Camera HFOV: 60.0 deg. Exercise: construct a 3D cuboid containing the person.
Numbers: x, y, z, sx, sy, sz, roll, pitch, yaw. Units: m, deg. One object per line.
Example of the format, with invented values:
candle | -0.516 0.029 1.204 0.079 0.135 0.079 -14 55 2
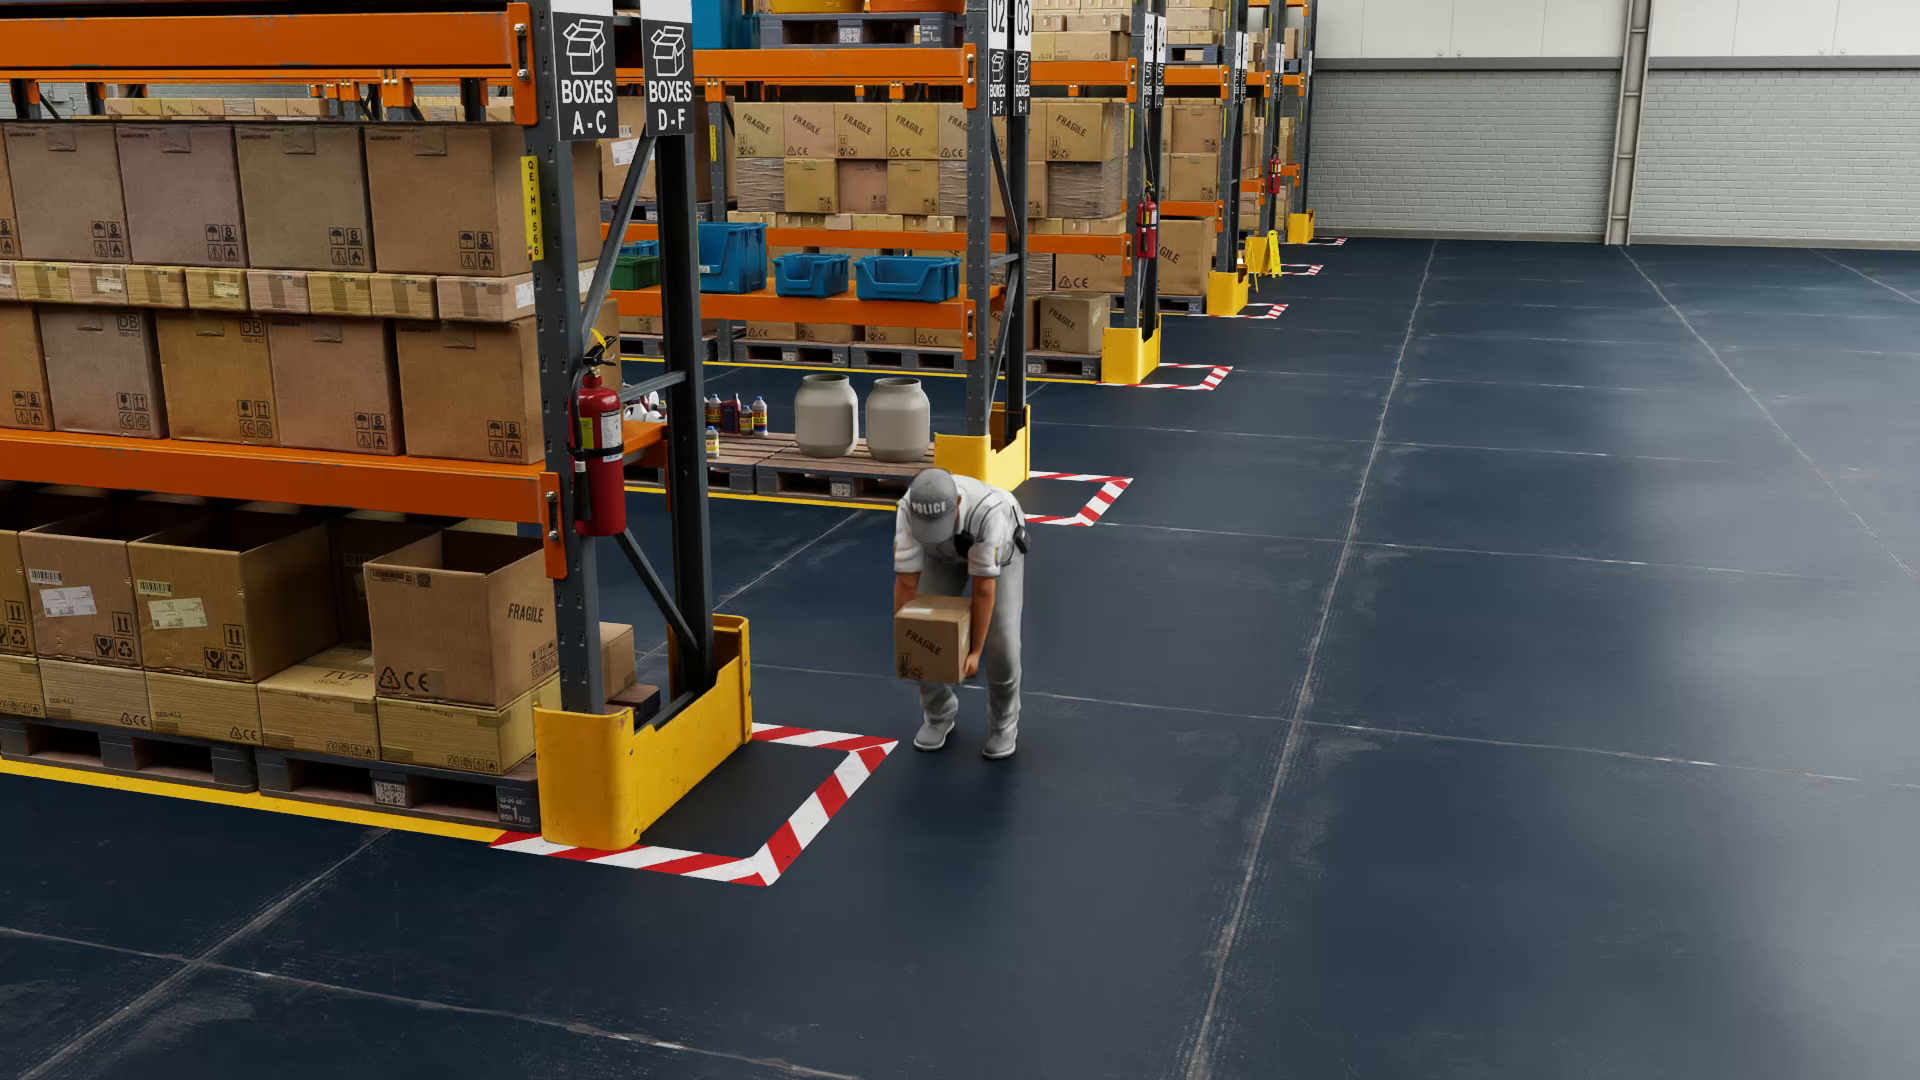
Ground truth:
person | -0.015 0.267 6.441 0.477 1.257 0.893 4 16 14
